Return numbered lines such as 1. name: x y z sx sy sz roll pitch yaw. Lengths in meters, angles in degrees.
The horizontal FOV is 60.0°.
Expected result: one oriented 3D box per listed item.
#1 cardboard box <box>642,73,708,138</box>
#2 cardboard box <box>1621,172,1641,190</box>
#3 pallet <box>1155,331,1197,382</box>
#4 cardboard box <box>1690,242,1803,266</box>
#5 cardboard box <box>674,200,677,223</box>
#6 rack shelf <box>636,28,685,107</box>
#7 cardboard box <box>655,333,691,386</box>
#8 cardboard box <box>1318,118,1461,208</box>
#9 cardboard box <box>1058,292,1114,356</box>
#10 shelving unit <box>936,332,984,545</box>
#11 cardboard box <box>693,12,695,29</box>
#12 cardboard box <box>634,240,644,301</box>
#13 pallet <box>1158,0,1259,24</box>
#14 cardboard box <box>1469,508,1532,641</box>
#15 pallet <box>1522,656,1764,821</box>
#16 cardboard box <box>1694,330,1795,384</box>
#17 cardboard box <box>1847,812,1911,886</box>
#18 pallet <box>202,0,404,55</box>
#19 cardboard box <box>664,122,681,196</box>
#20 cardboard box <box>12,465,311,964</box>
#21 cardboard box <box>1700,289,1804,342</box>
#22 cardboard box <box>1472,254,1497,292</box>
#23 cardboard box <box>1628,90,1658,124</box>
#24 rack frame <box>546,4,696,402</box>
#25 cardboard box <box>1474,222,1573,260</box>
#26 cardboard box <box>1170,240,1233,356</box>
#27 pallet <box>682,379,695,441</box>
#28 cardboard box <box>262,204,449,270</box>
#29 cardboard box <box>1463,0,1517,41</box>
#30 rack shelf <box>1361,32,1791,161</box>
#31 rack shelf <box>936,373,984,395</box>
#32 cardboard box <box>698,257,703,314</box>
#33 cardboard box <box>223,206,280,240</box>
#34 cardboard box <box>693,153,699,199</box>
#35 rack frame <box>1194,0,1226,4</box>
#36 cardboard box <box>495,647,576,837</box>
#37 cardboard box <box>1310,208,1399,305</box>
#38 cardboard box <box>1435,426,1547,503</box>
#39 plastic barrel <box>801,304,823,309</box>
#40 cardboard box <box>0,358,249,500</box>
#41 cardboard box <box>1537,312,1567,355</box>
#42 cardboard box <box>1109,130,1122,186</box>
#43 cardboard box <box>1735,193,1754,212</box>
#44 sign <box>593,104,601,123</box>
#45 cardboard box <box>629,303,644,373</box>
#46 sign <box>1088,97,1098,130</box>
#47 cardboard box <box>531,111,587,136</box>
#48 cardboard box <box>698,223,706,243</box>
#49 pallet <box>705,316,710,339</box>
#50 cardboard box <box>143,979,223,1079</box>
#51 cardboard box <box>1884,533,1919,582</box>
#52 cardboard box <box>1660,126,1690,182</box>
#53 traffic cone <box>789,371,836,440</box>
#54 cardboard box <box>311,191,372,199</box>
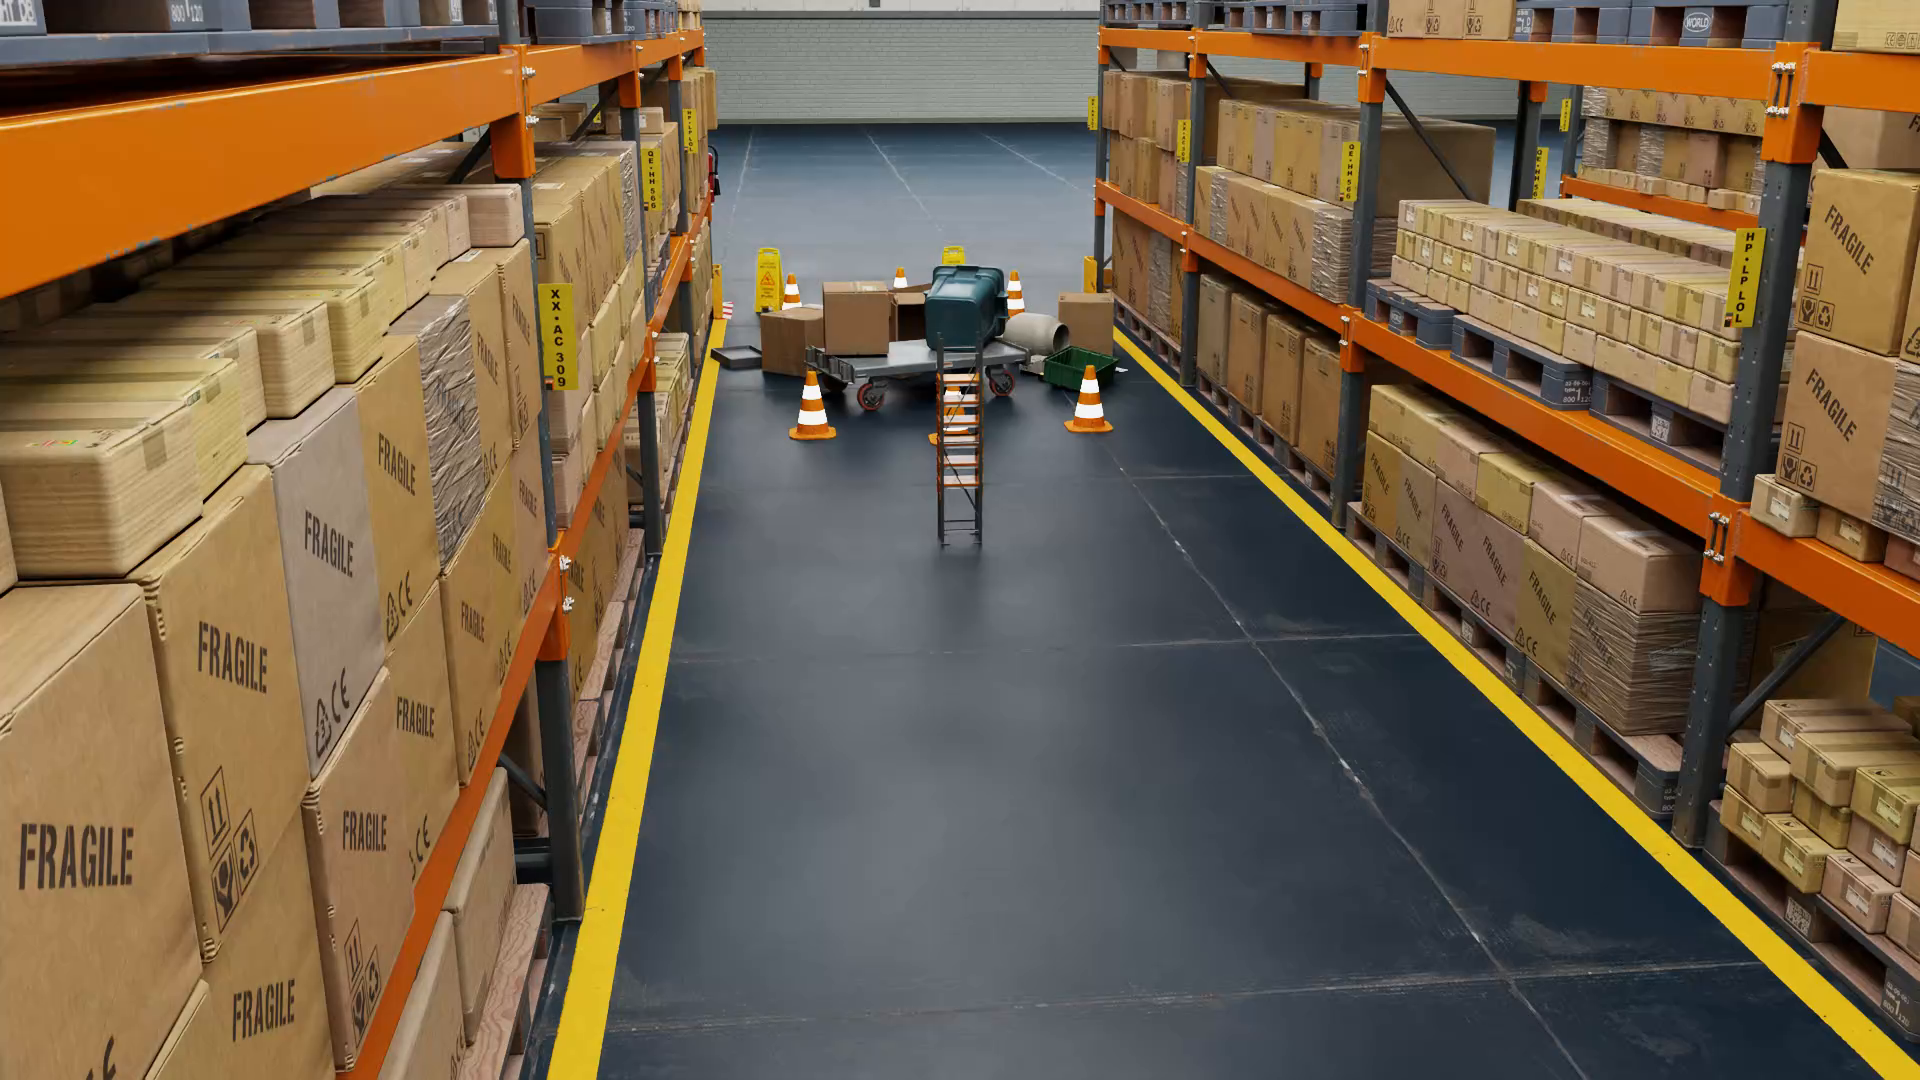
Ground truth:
1. cardboard box: -2.482 -3.638 13.925 0.700 0.500 0.500 -2 18 -7
2. cardboard box: 6.723 -3.518 16.294 0.380 0.149 0.250 -2 18 -6
3. pallet: 2.316 -1.612 14.460 1.003 0.211 1.213 -2 18 -6
4. cardboard box: 3.424 -1.211 7.252 0.380 0.149 0.250 -1 17 -4
5. cardboard box: -2.197 -2.311 11.750 0.380 0.149 0.250 -2 18 -7
6. rack shelf: -2.390 -3.023 10.490 1.077 0.370 4.000 -2 18 -6
7. cardboard box: -2.540 -1.321 12.563 0.950 0.372 0.625 -2 17 -5
8. cardboard box: 2.639 -2.331 10.259 0.700 0.500 0.500 -2 18 -6
9. cardboard box: 1.136 -1.953 15.059 0.500 0.500 0.500 1 17 4
10. shelving unit: -0.002 -0.577 9.511 0.258 1.200 0.189 -2 18 -6
11. cardboard box: -2.642 -4.783 15.315 0.380 0.149 0.250 -1 17 -4
12. cardboard box: -1.881 -1.369 8.447 0.500 0.250 0.500 -2 18 -6
13. pallet: 2.243 -4.346 13.654 1.003 0.211 1.213 -2 18 -6
14. cardboard box: 2.714 0.144 7.684 0.500 0.500 0.500 -2 18 -7
15. pallet: 3.060 0.768 6.877 1.003 0.211 1.213 -2 18 -6
16. cardboard box: 2.904 -0.665 6.009 0.380 0.149 0.250 -1 17 -4
17. cardboard box: 3.037 0.950 5.206 0.380 0.149 0.250 -2 18 -6
18. pallet: -1.575 -0.929 2.769 1.003 0.211 1.213 -2 18 -6
19. cardboard box: -2.321 -2.790 12.192 0.500 0.500 0.500 -2 18 -7
20. cardboard box: -1.185 0.214 2.150 0.500 0.500 0.500 -2 18 -7
21. cardboard box: 2.906 -0.808 5.968 0.380 0.149 0.250 -1 17 -3
22. cardboard box: 2.691 -1.285 7.982 0.380 0.149 0.250 -2 18 -6
23. cardboard box: 6.731 -4.225 15.793 0.500 0.500 0.500 -2 18 -6
24. rack frame: -2.597 -2.531 12.730 1.000 3.000 0.127 -2 18 -6
25. cardboard box: 2.692 -1.430 7.949 0.380 0.149 0.250 -1 17 -3
26. cardboard box: 2.321 -2.090 14.172 0.875 0.875 0.875 -2 17 -5
27. pallet: -2.515 -0.968 12.409 1.003 0.211 1.213 -2 18 -6
28. cardboard box: -1.488 -0.743 4.117 0.380 0.149 0.250 -2 18 -6
29. cardboard box: 2.639 -2.525 7.537 0.500 0.500 0.500 -2 18 -6
30. rack shelf: 2.935 -2.014 7.277 1.077 0.370 4.000 -2 18 -6
31. rack shelf: -0.002 -0.878 9.417 0.258 0.103 0.180 -2 18 -6
32. cardboard box: -2.456 -2.120 14.060 0.500 0.500 0.500 -1 17 -3
33. cardboard box: -1.886 -0.729 4.071 0.380 0.149 0.250 -2 18 -6
34. cardboard box: -2.479 -3.159 14.067 0.500 0.500 0.500 -2 18 -6
35. rack frame: 2.317 -5.576 12.414 1.000 3.000 0.127 -2 18 -6
36. cardboard box: -1.915 0.484 5.974 0.875 0.875 0.875 -1 17 -4
37. cardboard box: 2.416 -1.695 9.903 0.500 0.500 0.500 -2 18 -6
38. cardboard box: 2.650 -0.376 8.086 0.500 0.250 0.500 -2 18 -5
39. plastic barrel: -1.290 -1.925 15.101 0.512 0.421 0.421 11 21 32
40. cardboard box: -1.176 -0.139 2.192 0.380 0.149 0.250 -2 18 -7
41. cardboard box: 2.766 -0.911 7.289 0.380 0.149 0.250 -1 17 -3
42. cardboard box: 1.987 -3.868 16.739 0.875 0.550 0.550 -2 18 -6
43. cardboard box: 6.964 -2.923 14.399 0.380 0.149 0.250 -2 18 -6
44. sign: -3.549 -4.119 16.343 0.100 0.325 0.005 -2 18 -6
45. cardboard box: -1.805 -0.973 8.019 0.500 0.250 0.500 -1 17 -5
46. sign: 1.351 -4.341 16.918 0.100 0.325 0.005 -2 18 -6
47. cardboard box: -2.685 -2.759 11.008 0.380 0.149 0.250 -1 17 -3
48. cardboard box: -2.514 -2.787 15.100 0.380 0.149 0.250 -1 17 -3
49. pallet: -2.953 -2.126 16.097 1.003 0.211 1.213 -2 18 -6
50. cardboard box: -1.123 0.845 1.811 0.500 0.500 0.500 -2 18 -6
51. cardboard box: 3.026 0.037 4.972 0.380 0.149 0.250 -3 18 -8
52. cardboard box: 7.097 -3.608 15.500 0.875 0.500 0.500 -2 18 -6
53. traffic cone: -1.076 -0.994 12.071 0.336 0.463 0.334 -2 18 -6
54. cardboard box: -2.128 -0.951 5.863 0.500 0.500 0.500 -1 17 -5
